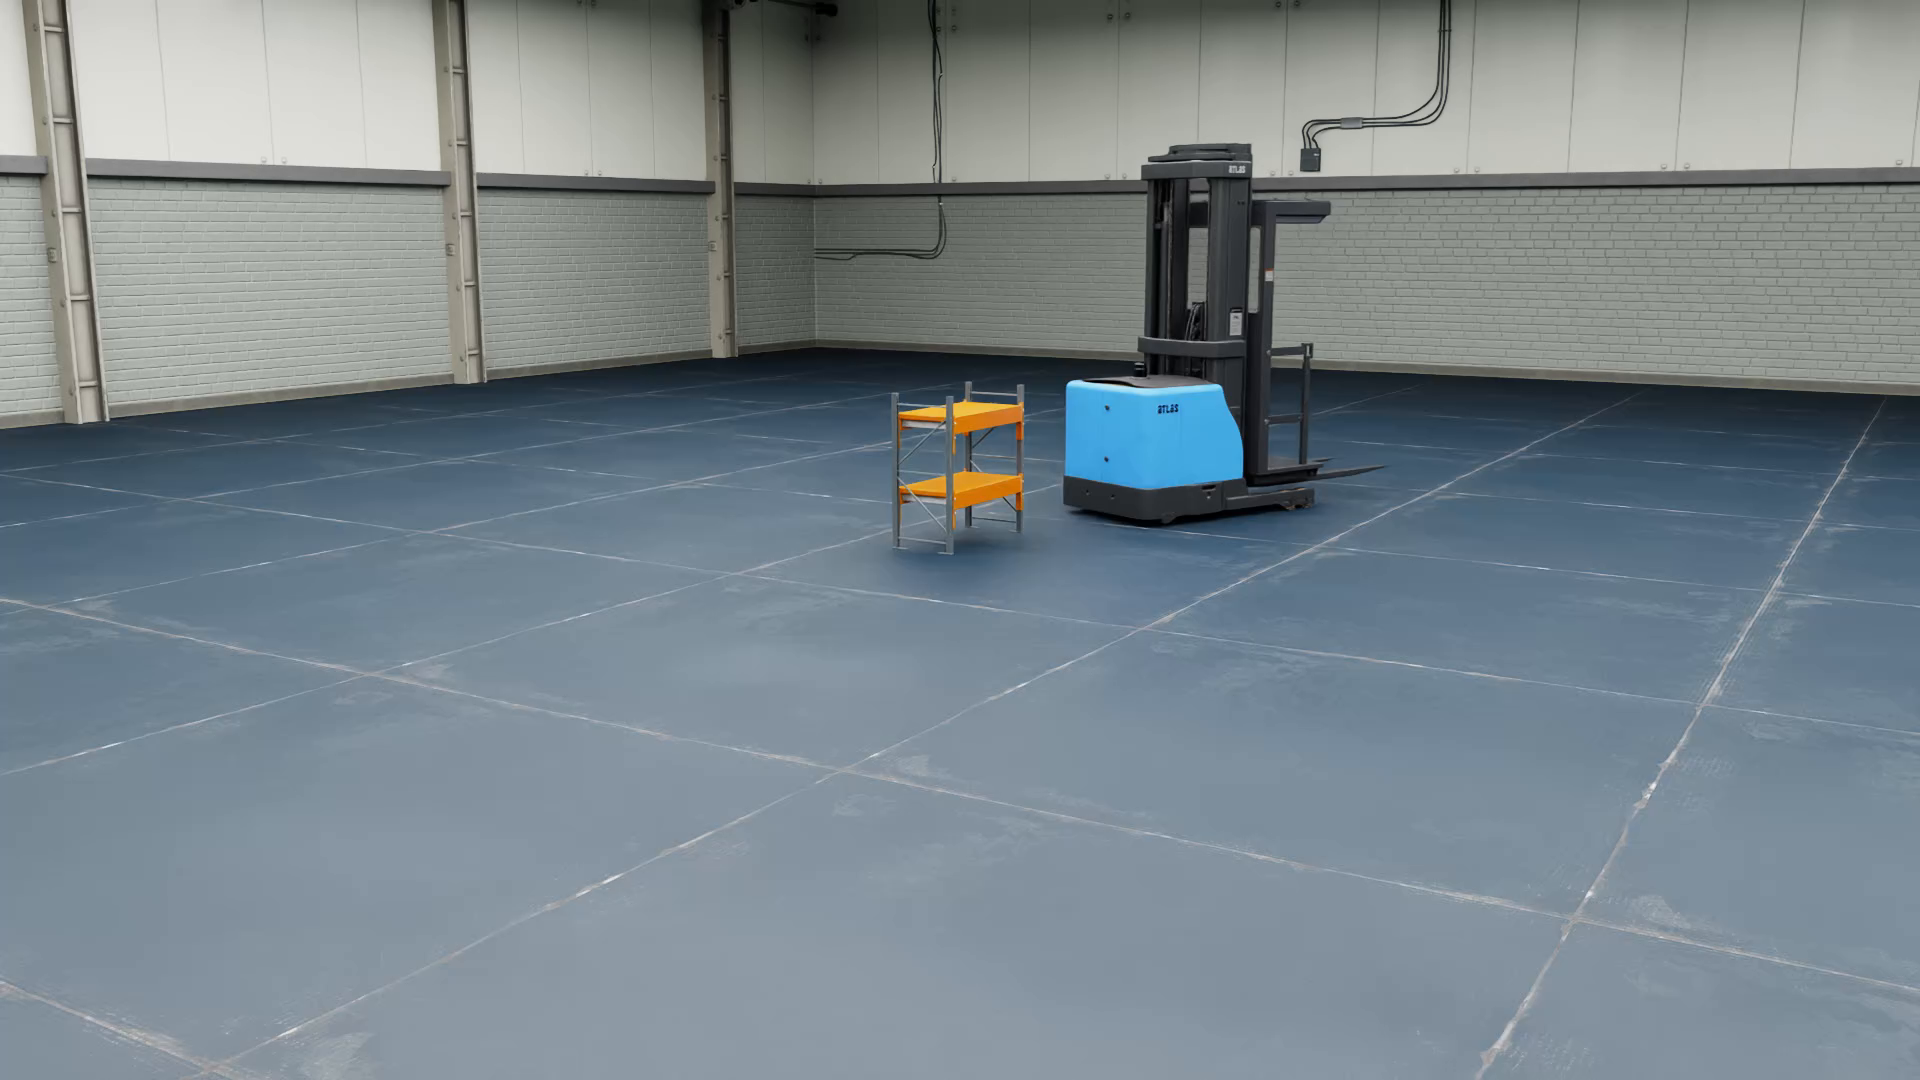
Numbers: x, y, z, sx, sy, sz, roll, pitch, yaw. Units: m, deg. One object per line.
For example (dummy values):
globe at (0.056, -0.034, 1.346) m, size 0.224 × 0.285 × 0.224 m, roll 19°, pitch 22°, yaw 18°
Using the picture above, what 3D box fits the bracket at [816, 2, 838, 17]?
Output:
bracket at (-2.501, -9.905, 31.039) m, size 0.235 × 0.232 × 0.430 m, roll 6°, pitch 12°, yaw 31°

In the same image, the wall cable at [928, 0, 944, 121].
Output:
wall cable at (0.721, -8.766, 29.453) m, size 3.097 × 2.526 × 0.112 m, roll 6°, pitch 12°, yaw 31°

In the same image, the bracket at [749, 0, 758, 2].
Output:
bracket at (-3.732, -9.532, 29.048) m, size 0.235 × 0.232 × 0.430 m, roll 6°, pitch 12°, yaw 31°

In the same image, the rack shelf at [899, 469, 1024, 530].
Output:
rack shelf at (-0.004, -0.311, 12.304) m, size 0.538 × 0.278 × 1.000 m, roll 6°, pitch 12°, yaw 31°

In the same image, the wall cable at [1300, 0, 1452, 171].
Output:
wall cable at (6.515, -8.831, 25.841) m, size 2.305 × 6.003 × 0.169 m, roll 6°, pitch 12°, yaw 31°

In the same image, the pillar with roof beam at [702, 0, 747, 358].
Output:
pillar with roof beam at (-0.571, -7.320, 27.015) m, size 9.100 × 9.000 × 0.548 m, roll 6°, pitch 12°, yaw 31°

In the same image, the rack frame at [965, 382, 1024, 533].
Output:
rack frame at (0.260, -0.632, 12.687) m, size 0.500 × 1.125 × 0.032 m, roll 6°, pitch 12°, yaw 31°

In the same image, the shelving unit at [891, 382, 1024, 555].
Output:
shelving unit at (-0.004, -0.552, 12.259) m, size 0.538 × 1.125 × 1.048 m, roll 6°, pitch 12°, yaw 31°

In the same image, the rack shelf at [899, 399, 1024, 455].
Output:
rack shelf at (-0.004, -0.840, 12.206) m, size 0.538 × 0.278 × 1.000 m, roll 6°, pitch 12°, yaw 31°

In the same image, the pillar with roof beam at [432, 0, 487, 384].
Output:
pillar with roof beam at (-3.686, -6.377, 21.975) m, size 9.100 × 9.000 × 0.400 m, roll 6°, pitch 12°, yaw 31°

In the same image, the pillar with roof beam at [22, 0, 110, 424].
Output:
pillar with roof beam at (-6.801, -5.433, 16.934) m, size 9.100 × 9.000 × 0.400 m, roll 6°, pitch 12°, yaw 31°

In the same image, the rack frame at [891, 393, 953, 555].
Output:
rack frame at (-0.267, -0.472, 11.832) m, size 0.500 × 1.125 × 0.032 m, roll 6°, pitch 12°, yaw 31°

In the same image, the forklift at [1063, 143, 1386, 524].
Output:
forklift at (2.330, -1.757, 13.791) m, size 3.031 × 2.935 × 1.130 m, roll -8°, pitch 13°, yaw -36°

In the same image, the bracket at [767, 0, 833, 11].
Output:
bracket at (-2.808, -9.812, 30.543) m, size 0.076 × 0.066 × 3.189 m, roll 6°, pitch 12°, yaw 31°

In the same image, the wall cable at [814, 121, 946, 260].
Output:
wall cable at (-1.591, -6.542, 31.298) m, size 3.097 × 2.526 × 0.112 m, roll 6°, pitch 12°, yaw 31°
